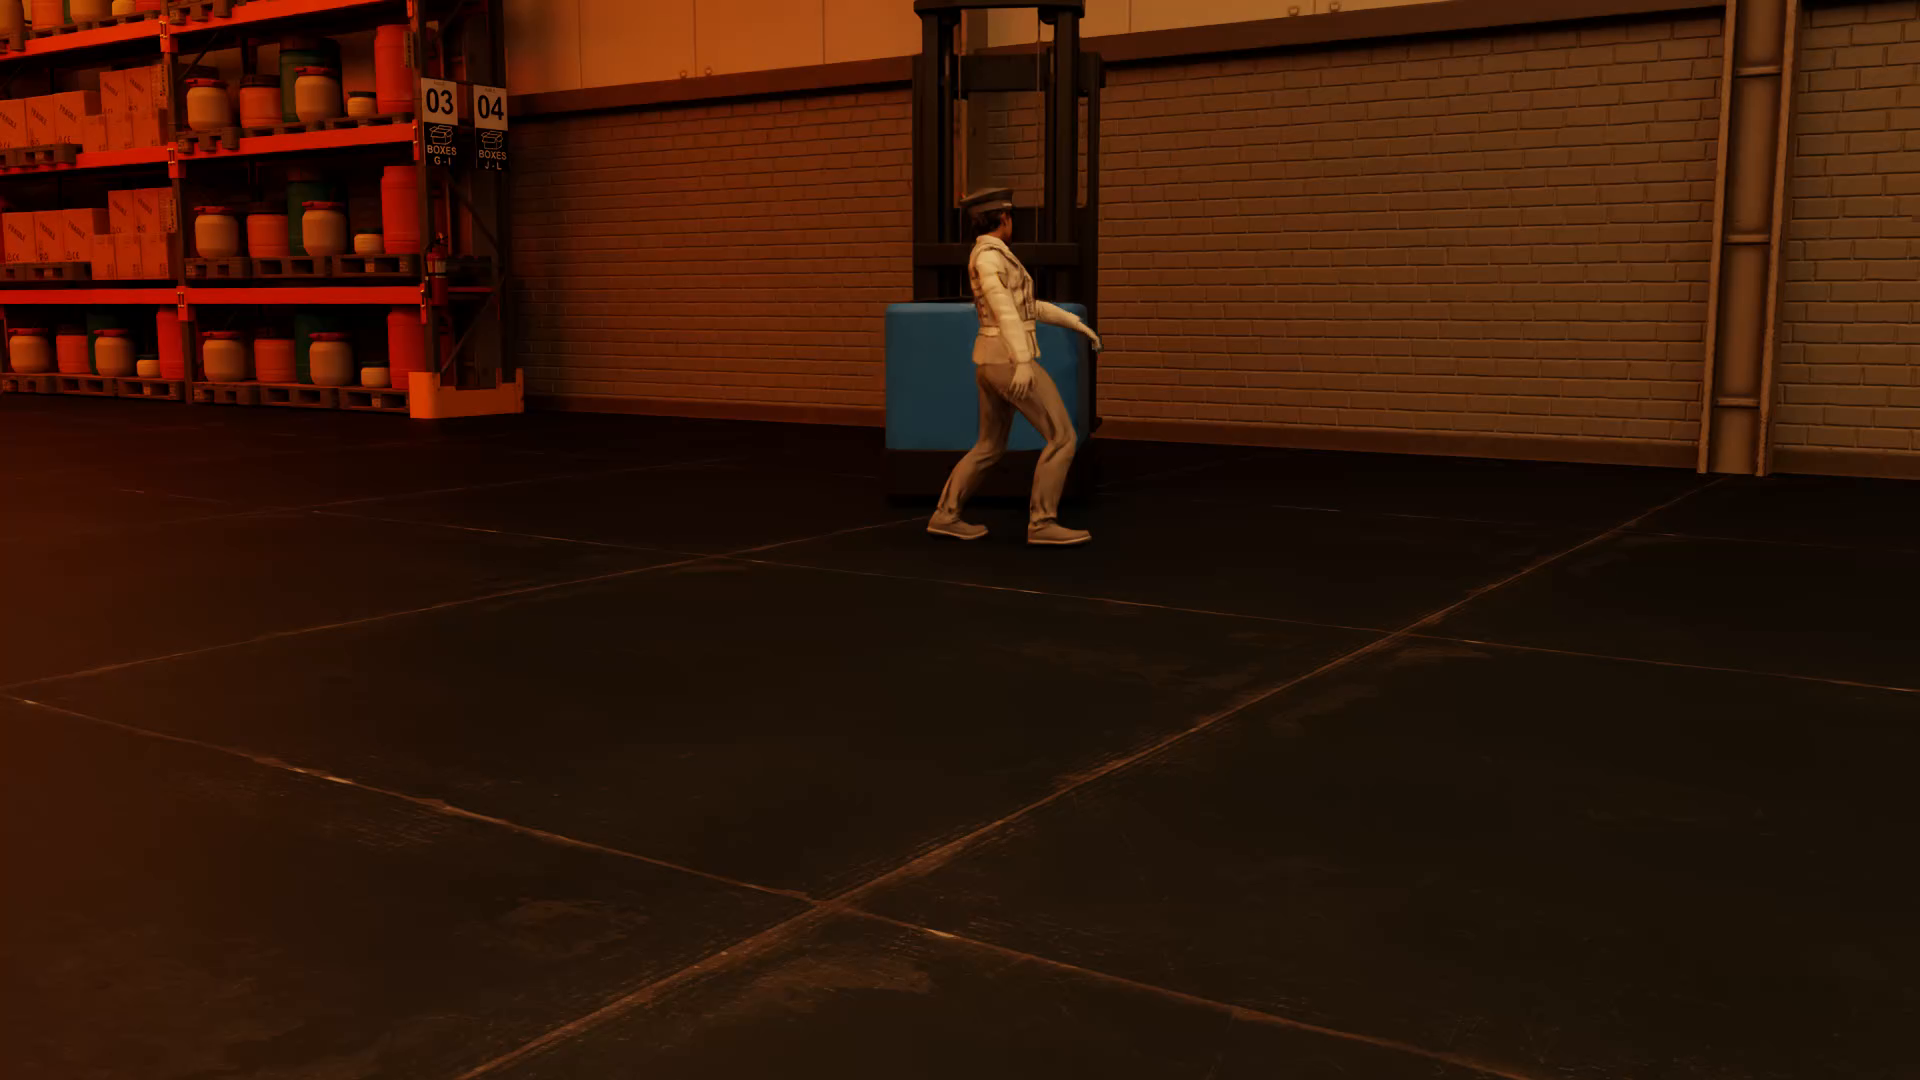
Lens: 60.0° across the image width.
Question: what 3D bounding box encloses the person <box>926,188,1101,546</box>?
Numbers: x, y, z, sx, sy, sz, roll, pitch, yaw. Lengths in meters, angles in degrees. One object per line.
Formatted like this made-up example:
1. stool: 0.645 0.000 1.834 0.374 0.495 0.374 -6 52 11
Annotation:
1. person: 0.270 -0.773 7.432 0.775 1.584 0.639 -2 8 -12

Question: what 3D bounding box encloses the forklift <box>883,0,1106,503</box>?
1. forklift: 0.299 -1.820 9.989 1.130 2.935 3.031 1 8 8
